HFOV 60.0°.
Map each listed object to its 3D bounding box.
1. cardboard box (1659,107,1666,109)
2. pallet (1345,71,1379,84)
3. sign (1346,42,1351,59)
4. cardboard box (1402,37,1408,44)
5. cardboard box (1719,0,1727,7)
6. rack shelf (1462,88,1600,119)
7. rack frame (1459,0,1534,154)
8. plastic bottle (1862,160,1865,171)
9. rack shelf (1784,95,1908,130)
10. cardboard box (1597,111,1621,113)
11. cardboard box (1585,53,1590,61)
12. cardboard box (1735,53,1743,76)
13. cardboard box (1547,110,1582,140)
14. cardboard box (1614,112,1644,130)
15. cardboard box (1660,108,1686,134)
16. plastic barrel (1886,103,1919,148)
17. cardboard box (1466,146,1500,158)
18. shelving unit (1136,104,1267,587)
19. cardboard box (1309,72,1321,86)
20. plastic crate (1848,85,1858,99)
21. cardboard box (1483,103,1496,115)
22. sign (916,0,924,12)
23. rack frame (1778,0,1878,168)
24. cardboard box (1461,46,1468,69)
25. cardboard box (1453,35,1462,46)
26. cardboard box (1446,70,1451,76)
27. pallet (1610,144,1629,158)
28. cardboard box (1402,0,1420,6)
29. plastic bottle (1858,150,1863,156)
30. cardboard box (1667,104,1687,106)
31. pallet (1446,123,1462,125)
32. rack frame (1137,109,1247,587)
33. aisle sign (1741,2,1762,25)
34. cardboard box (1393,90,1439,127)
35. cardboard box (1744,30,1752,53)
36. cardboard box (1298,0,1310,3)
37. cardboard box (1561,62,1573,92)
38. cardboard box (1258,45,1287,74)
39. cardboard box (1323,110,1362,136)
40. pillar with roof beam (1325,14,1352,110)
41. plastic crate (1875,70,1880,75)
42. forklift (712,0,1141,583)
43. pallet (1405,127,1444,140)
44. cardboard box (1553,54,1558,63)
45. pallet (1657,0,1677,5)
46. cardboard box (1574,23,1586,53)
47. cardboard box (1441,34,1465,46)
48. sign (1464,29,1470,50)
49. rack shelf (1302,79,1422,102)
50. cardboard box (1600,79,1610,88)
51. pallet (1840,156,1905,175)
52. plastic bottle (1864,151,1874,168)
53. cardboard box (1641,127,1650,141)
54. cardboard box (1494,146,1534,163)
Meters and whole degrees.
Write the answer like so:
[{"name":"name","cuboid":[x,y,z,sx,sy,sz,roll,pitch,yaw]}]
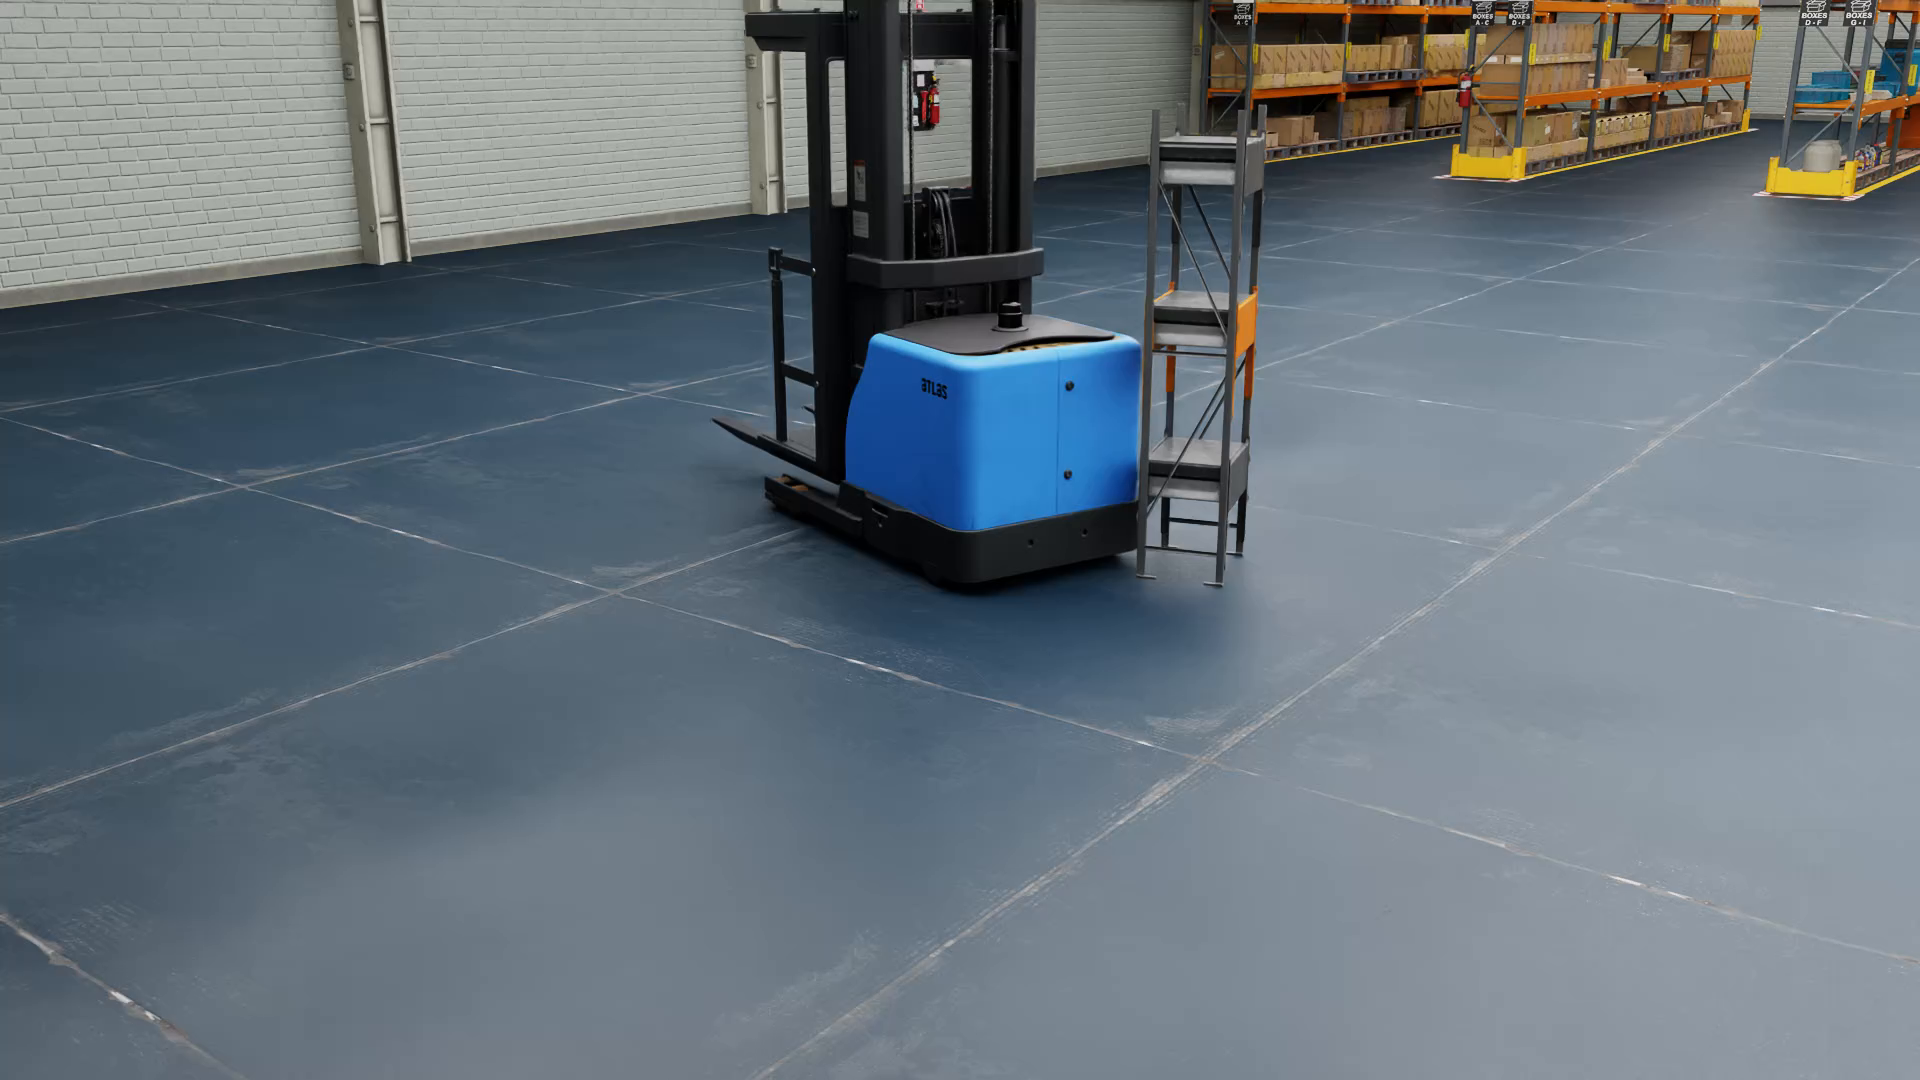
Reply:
[{"name":"cardboard box","cuboid":[14.882,-9.072,35.873,0.500,0.500,0.500,13,21,35]},{"name":"pallet","cuboid":[7.804,-9.408,33.806,1.003,0.211,1.213,12,21,35]},{"name":"sign","cuboid":[7.672,-9.663,32.843,0.100,0.325,0.005,12,21,35]},{"name":"cardboard box","cuboid":[9.433,-10.777,35.885,0.380,0.149,0.250,9,20,28]},{"name":"cardboard box","cuboid":[16.467,-11.808,36.404,0.500,0.250,0.500,12,21,35]},{"name":"rack shelf","cuboid":[10.020,-7.649,29.031,1.077,0.370,4.000,12,21,35]},{"name":"rack frame","cuboid":[8.829,-7.517,27.391,1.000,3.000,0.127,12,21,35]},{"name":"plastic bottle","cuboid":[14.197,-5.916,26.212,0.097,0.201,0.097,0,17,0]},{"name":"rack shelf","cuboid":[13.996,-6.773,26.210,1.077,0.370,4.000,12,21,35]},{"name":"cardboard box","cuboid":[13.047,-8.504,33.554,0.500,0.311,0.500,13,22,37]},{"name":"cardboard box","cuboid":[11.073,-8.666,29.829,0.380,0.149,0.250,12,21,34]},{"name":"cardboard box","cuboid":[17.706,-10.978,38.370,0.500,0.500,0.500,13,21,35]},{"name":"cardboard box","cuboid":[10.804,-7.449,29.836,0.500,0.500,0.500,12,21,35]},{"name":"cardboard box","cuboid":[13.177,-8.284,32.845,0.500,0.311,0.500,12,21,34]},{"name":"cardboard box","cuboid":[15.013,-8.866,35.208,0.500,0.500,0.500,12,21,33]},{"name":"plastic barrel","cuboid":[17.849,-7.829,31.350,0.600,0.830,0.708,12,21,35]},{"name":"cardboard box","cuboid":[8.911,-6.584,28.316,0.500,0.250,0.500,12,21,35]},{"name":"shelving unit","cuboid":[1.090,-0.880,7.536,0.431,2.100,0.503,6,18,19]},{"name":"cardboard box","cuboid":[6.602,-8.876,31.986,0.500,0.250,0.500,12,21,34]},{"name":"plastic crate","cuboid":[14.152,-7.218,26.788,0.450,0.188,0.662,12,21,35]},{"name":"cardboard box","cuboid":[12.526,-10.416,40.234,0.700,0.500,0.500,13,21,35]},{"name":"sign","cuboid":[-0.592,-7.822,24.467,0.001,0.298,0.199,12,21,35]},{"name":"rack frame","cuboid":[12.805,-6.640,24.569,1.000,3.000,0.127,12,21,35]},{"name":"cardboard box","cuboid":[11.323,-11.053,38.074,0.500,0.500,0.500,12,21,35]},{"name":"cardboard box","cuboid":[11.006,-11.287,37.564,0.500,0.250,0.500,12,21,34]},{"name":"cardboard box","cuboid":[10.902,-10.591,37.680,0.380,0.149,0.250,13,21,35]},{"name":"pallet","cuboid":[12.346,-7.612,32.399,1.003,0.211,1.213,12,21,35]},{"name":"cardboard box","cuboid":[9.403,-11.477,35.202,0.500,0.311,0.500,12,21,35]},{"name":"plastic bottle","cuboid":[14.543,-6.160,26.860,0.061,0.283,0.133,12,21,35]},{"name":"cardboard box","cuboid":[16.090,-9.577,37.498,0.500,0.500,0.500,12,21,35]},{"name":"pallet","cuboid":[11.599,-9.720,39.189,1.003,0.211,1.213,12,21,35]},{"name":"rack frame","cuboid":[1.007,-0.811,7.316,0.400,2.100,0.015,6,18,19]},{"name":"aisle sign","cuboid":[18.649,-12.531,39.155,0.394,0.787,0.004,12,21,35]},{"name":"cardboard box","cuboid":[10.158,-9.622,37.088,0.750,0.750,0.750,12,21,34]},{"name":"cardboard box","cuboid":[18.017,-11.578,38.613,0.500,0.500,0.500,13,22,36]},{"name":"cardboard box","cuboid":[6.205,-10.294,31.073,0.500,0.500,0.500,14,22,38]},{"name":"cardboard box","cuboid":[10.342,-8.165,29.309,0.700,0.500,0.500,13,21,35]},{"name":"cardboard box","cuboid":[5.676,-8.864,30.683,0.500,0.500,0.500,12,21,35]},{"name":"cardboard box","cuboid":[7.924,-8.670,34.579,0.700,0.500,0.500,12,21,34]},{"name":"pillar with roof beam","cuboid":[11.603,-12.244,32.498,9.100,9.000,0.400,12,21,35]},{"name":"plastic crate","cuboid":[15.595,-7.903,28.663,0.392,0.384,0.575,12,21,35]},{"name":"forklift","cuboid":[-0.372,-1.588,8.414,1.130,2.935,3.031,-11,20,-31]},{"name":"pallet","cuboid":[10.145,-9.139,37.318,1.003,0.211,1.213,12,21,35]},{"name":"cardboard box","cuboid":[10.001,-8.237,28.447,0.380,0.149,0.250,12,21,34]},{"name":"pallet","cuboid":[13.263,-10.587,32.538,1.213,0.211,1.003,14,22,37]},{"name":"cardboard box","cuboid":[10.653,-8.909,29.519,0.700,0.500,0.500,12,21,35]},{"name":"cardboard box","cuboid":[11.309,-11.409,37.956,0.500,0.250,0.500,13,21,36]},{"name":"sign","cuboid":[8.401,-8.282,27.503,0.100,0.325,0.005,12,21,35]},{"name":"rack shelf","cuboid":[8.423,-9.477,34.915,1.077,0.370,4.000,12,21,35]},{"name":"cardboard box","cuboid":[11.904,-8.524,31.059,0.380,0.149,0.250,12,21,35]},{"name":"pallet","cuboid":[15.625,-6.455,28.675,1.003,0.211,1.213,12,21,35]},{"name":"plastic bottle","cuboid":[14.629,-6.138,26.801,0.152,0.276,0.135,13,21,36]},{"name":"cardboard box","cuboid":[13.478,-8.141,33.330,0.500,0.250,0.500,13,21,36]},{"name":"cardboard box","cuboid":[9.327,-6.492,28.021,0.500,0.250,0.500,12,21,35]}]
